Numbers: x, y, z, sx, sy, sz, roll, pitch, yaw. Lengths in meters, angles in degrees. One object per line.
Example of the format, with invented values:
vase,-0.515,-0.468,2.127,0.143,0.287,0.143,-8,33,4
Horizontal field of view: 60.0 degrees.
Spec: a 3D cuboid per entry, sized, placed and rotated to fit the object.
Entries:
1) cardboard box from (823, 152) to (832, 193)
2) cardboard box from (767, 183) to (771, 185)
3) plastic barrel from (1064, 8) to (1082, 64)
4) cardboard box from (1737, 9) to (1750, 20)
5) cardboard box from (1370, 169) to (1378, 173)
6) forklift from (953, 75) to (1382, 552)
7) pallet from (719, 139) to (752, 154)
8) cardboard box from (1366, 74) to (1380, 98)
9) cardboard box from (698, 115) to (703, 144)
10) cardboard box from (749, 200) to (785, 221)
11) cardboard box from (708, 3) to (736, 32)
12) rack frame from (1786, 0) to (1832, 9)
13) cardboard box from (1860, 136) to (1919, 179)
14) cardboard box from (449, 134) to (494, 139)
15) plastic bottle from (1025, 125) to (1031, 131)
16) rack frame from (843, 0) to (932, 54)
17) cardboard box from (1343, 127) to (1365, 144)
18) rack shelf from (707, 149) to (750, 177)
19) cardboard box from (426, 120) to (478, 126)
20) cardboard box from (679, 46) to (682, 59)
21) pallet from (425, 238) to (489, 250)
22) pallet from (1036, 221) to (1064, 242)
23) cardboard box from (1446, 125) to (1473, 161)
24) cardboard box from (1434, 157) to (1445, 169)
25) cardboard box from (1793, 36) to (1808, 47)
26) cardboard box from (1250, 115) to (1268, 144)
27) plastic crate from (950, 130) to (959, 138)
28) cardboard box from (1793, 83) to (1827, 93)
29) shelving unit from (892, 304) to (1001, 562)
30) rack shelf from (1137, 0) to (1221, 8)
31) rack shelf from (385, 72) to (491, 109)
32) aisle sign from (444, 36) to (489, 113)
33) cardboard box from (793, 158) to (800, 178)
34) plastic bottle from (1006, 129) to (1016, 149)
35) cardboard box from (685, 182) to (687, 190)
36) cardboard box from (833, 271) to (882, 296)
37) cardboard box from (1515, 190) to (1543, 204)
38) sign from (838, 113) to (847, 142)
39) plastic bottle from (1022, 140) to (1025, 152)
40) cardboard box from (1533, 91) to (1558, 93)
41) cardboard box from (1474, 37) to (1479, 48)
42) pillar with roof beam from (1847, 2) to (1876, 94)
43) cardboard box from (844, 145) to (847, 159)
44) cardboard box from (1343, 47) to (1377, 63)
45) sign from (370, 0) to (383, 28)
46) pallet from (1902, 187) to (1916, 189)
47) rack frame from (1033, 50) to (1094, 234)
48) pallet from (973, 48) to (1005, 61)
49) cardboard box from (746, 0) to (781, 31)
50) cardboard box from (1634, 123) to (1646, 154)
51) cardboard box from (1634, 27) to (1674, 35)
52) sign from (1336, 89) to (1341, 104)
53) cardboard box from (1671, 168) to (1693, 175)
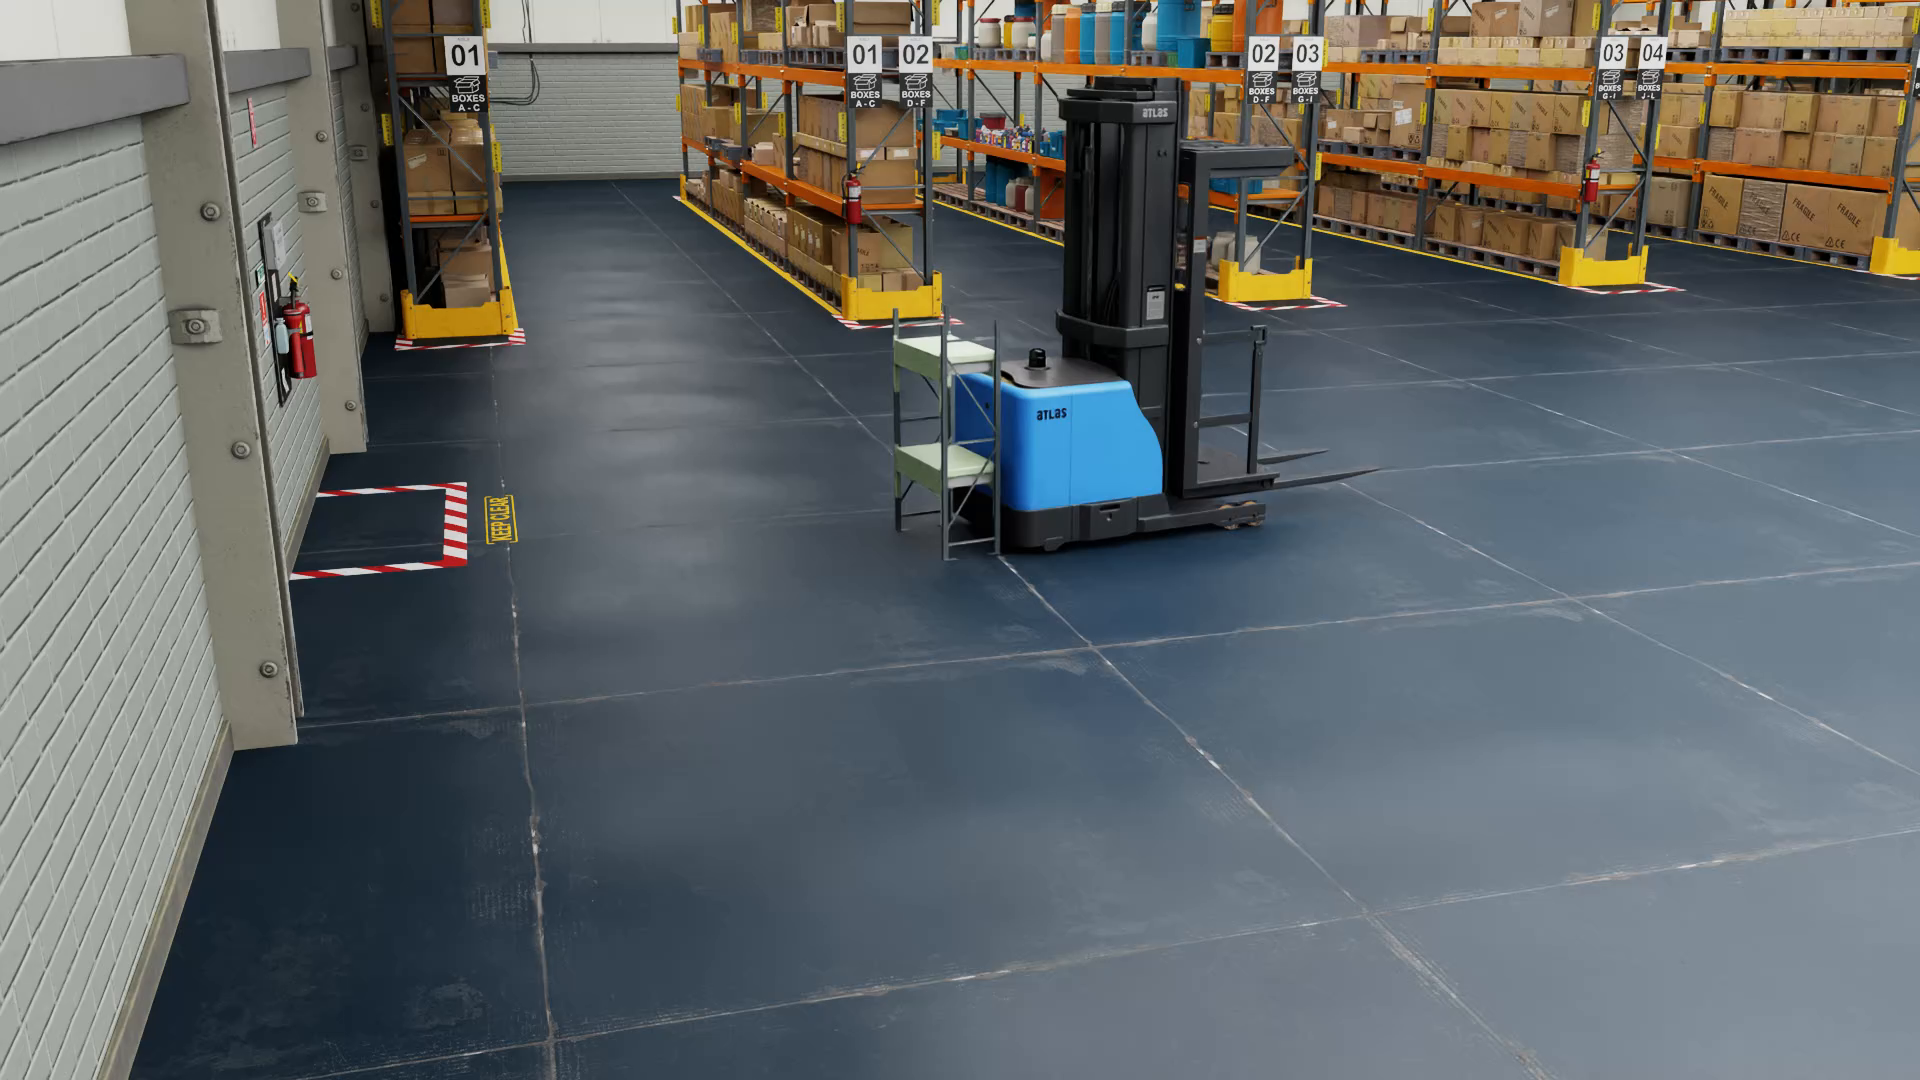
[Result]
cardboard box,-1.361,-4.718,21.271,0.700,0.500,0.500,-4,17,-14
cardboard box,-3.439,-6.055,29.476,0.500,0.500,0.500,-4,17,-15
plastic barrel,1.945,-7.933,26.186,0.600,0.830,0.708,-5,17,-15
cardboard box,12.251,-8.114,25.683,0.380,0.149,0.250,-5,17,-16
cardboard box,9.309,-8.211,36.781,0.380,0.149,0.250,-6,18,-18
forklift,1.508,-1.600,11.185,3.031,2.935,1.130,-8,18,-25
pallet,-3.555,-6.771,28.612,1.003,0.211,1.213,-5,17,-15
cardboard box,9.243,-9.923,36.345,0.500,0.500,0.500,-5,17,-16
cardboard box,-4.642,-7.740,31.330,0.500,0.500,0.500,-4,17,-14
cardboard box,-3.002,-5.165,26.008,0.500,0.311,0.500,-5,17,-17
cardboard box,-4.285,-9.526,30.326,0.700,0.500,0.500,-5,17,-15
rack frame,16.038,-10.764,31.143,1.000,3.000,0.127,-5,17,-15
cardboard box,13.360,-5.429,23.552,0.875,0.550,0.550,-5,17,-15
cardboard box,-5.837,-4.595,19.957,0.500,0.500,0.500,-4,17,-14
plastic bottle,1.267,-7.519,30.855,0.144,0.351,0.185,-5,17,-15
rack frame,-0.817,-6.985,18.564,1.000,3.000,0.127,-5,17,-15
cardboard box,6.750,-6.755,27.755,0.500,0.250,0.500,-5,17,-17
rack shelf,-3.565,-6.534,28.740,1.077,0.370,4.000,-5,17,-15
cardboard box,-7.459,-5.909,24.472,0.700,0.500,0.500,-6,18,-20
cardboard box,-5.318,-9.740,33.211,0.500,0.250,0.500,-5,17,-15
pallet,-7.564,-4.381,25.168,1.003,0.211,1.213,-5,17,-15
pallet,1.923,-5.163,27.772,1.003,0.211,1.213,-5,17,-15
cardboard box,7.777,-5.921,24.757,0.875,0.500,0.500,-5,17,-15
cardboard box,7.435,-5.727,25.240,0.380,0.149,0.250,-5,17,-15
cardboard box,12.597,-7.382,24.632,0.380,0.149,0.250,-4,17,-15
cardboard box,5.720,-7.694,31.180,0.500,0.500,0.500,-4,17,-14
plastic crate,0.083,-8.007,32.769,0.437,0.125,0.590,-5,17,-15
cardboard box,19.557,-10.253,38.312,0.500,0.500,0.500,-5,17,-17
shelving unit,-0.090,-0.703,10.681,0.431,1.500,0.755,-8,18,-24
rack shelf,4.861,-11.104,34.221,1.077,0.370,4.000,-5,17,-15
rack shelf,-6.129,-5.365,19.634,1.077,0.370,4.000,-5,17,-15
aisle sign,-5.271,-4.968,17.759,0.394,0.787,0.004,-5,17,-15
cardboard box,-2.094,-5.279,23.574,0.500,0.250,0.500,-4,17,-12
plastic bottle,0.909,-7.134,29.572,0.144,0.351,0.185,-5,17,-15
cardboard box,-5.430,-7.240,34.032,0.380,0.149,0.250,-5,17,-15
cardboard box,-1.249,-3.121,20.179,0.500,0.250,0.500,-5,17,-15
cardboard box,10.875,-6.637,31.447,0.500,0.500,0.500,-5,17,-16
sign,-1.343,-4.741,19.097,0.100,0.325,0.005,-5,17,-15
plastic bottle,1.122,-6.823,28.797,0.097,0.201,0.097,0,17,0
cardboard box,8.407,-6.152,23.790,0.500,0.500,0.500,-5,17,-15
cardboard box,7.704,-7.233,24.169,0.380,0.149,0.250,-4,17,-14
pillar with roof beam,16.247,-12.187,35.882,9.100,9.000,0.400,-5,17,-15
cardboard box,-1.179,-4.634,19.862,0.380,0.149,0.250,-4,17,-14
cardboard box,6.686,-8.038,27.545,0.500,0.250,0.500,-4,17,-14
sign,-6.118,-5.542,17.434,0.100,0.325,0.005,-5,17,-15
pallet,20.310,-7.495,35.536,1.003,0.211,1.213,-5,17,-15
rack frame,1.748,-6.716,28.095,1.000,3.000,0.127,-5,17,-15
pallet,0.958,-8.959,30.678,1.213,0.211,1.003,-5,17,-15
cardboard box,-3.130,-8.409,26.608,0.500,0.500,0.500,-5,17,-15
cardboard box,11.728,-6.816,28.254,0.500,0.500,0.500,-5,17,-15
cardboard box,11.713,-8.475,27.990,0.500,0.311,0.500,-5,18,-17
sign,8.587,-10.056,37.710,0.100,0.325,0.005,-5,17,-15
cardboard box,15.442,-7.766,34.556,0.875,0.875,0.875,-4,17,-14
